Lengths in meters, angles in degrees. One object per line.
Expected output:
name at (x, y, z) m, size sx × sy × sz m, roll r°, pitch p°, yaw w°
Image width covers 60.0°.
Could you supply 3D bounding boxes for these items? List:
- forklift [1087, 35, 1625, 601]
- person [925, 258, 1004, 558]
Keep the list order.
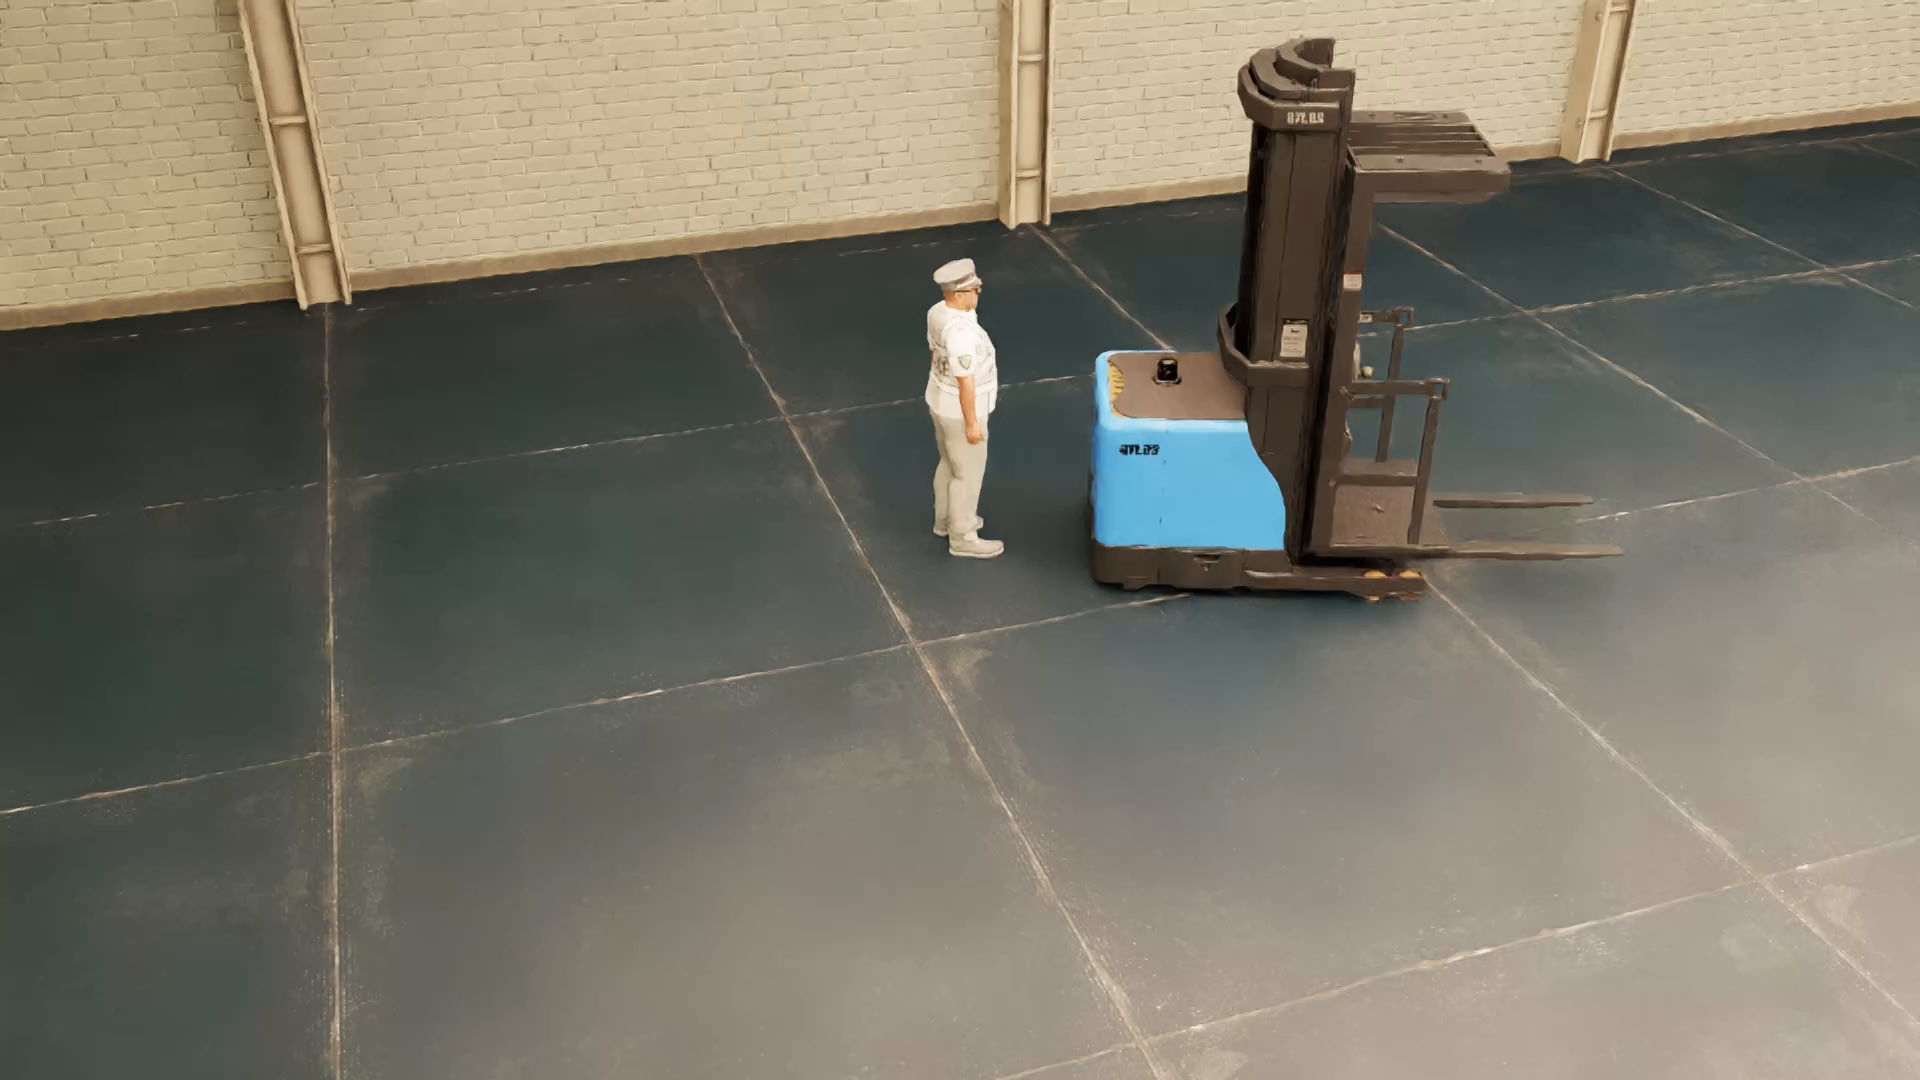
forklift at (2.282, -1.197, 9.168) m, size 3.031 × 2.935 × 1.130 m, roll 1°, pitch 30°, yaw 2°
person at (0.015, -0.770, 9.589) m, size 0.396 × 1.773 × 0.523 m, roll -10°, pitch 31°, yaw -16°
